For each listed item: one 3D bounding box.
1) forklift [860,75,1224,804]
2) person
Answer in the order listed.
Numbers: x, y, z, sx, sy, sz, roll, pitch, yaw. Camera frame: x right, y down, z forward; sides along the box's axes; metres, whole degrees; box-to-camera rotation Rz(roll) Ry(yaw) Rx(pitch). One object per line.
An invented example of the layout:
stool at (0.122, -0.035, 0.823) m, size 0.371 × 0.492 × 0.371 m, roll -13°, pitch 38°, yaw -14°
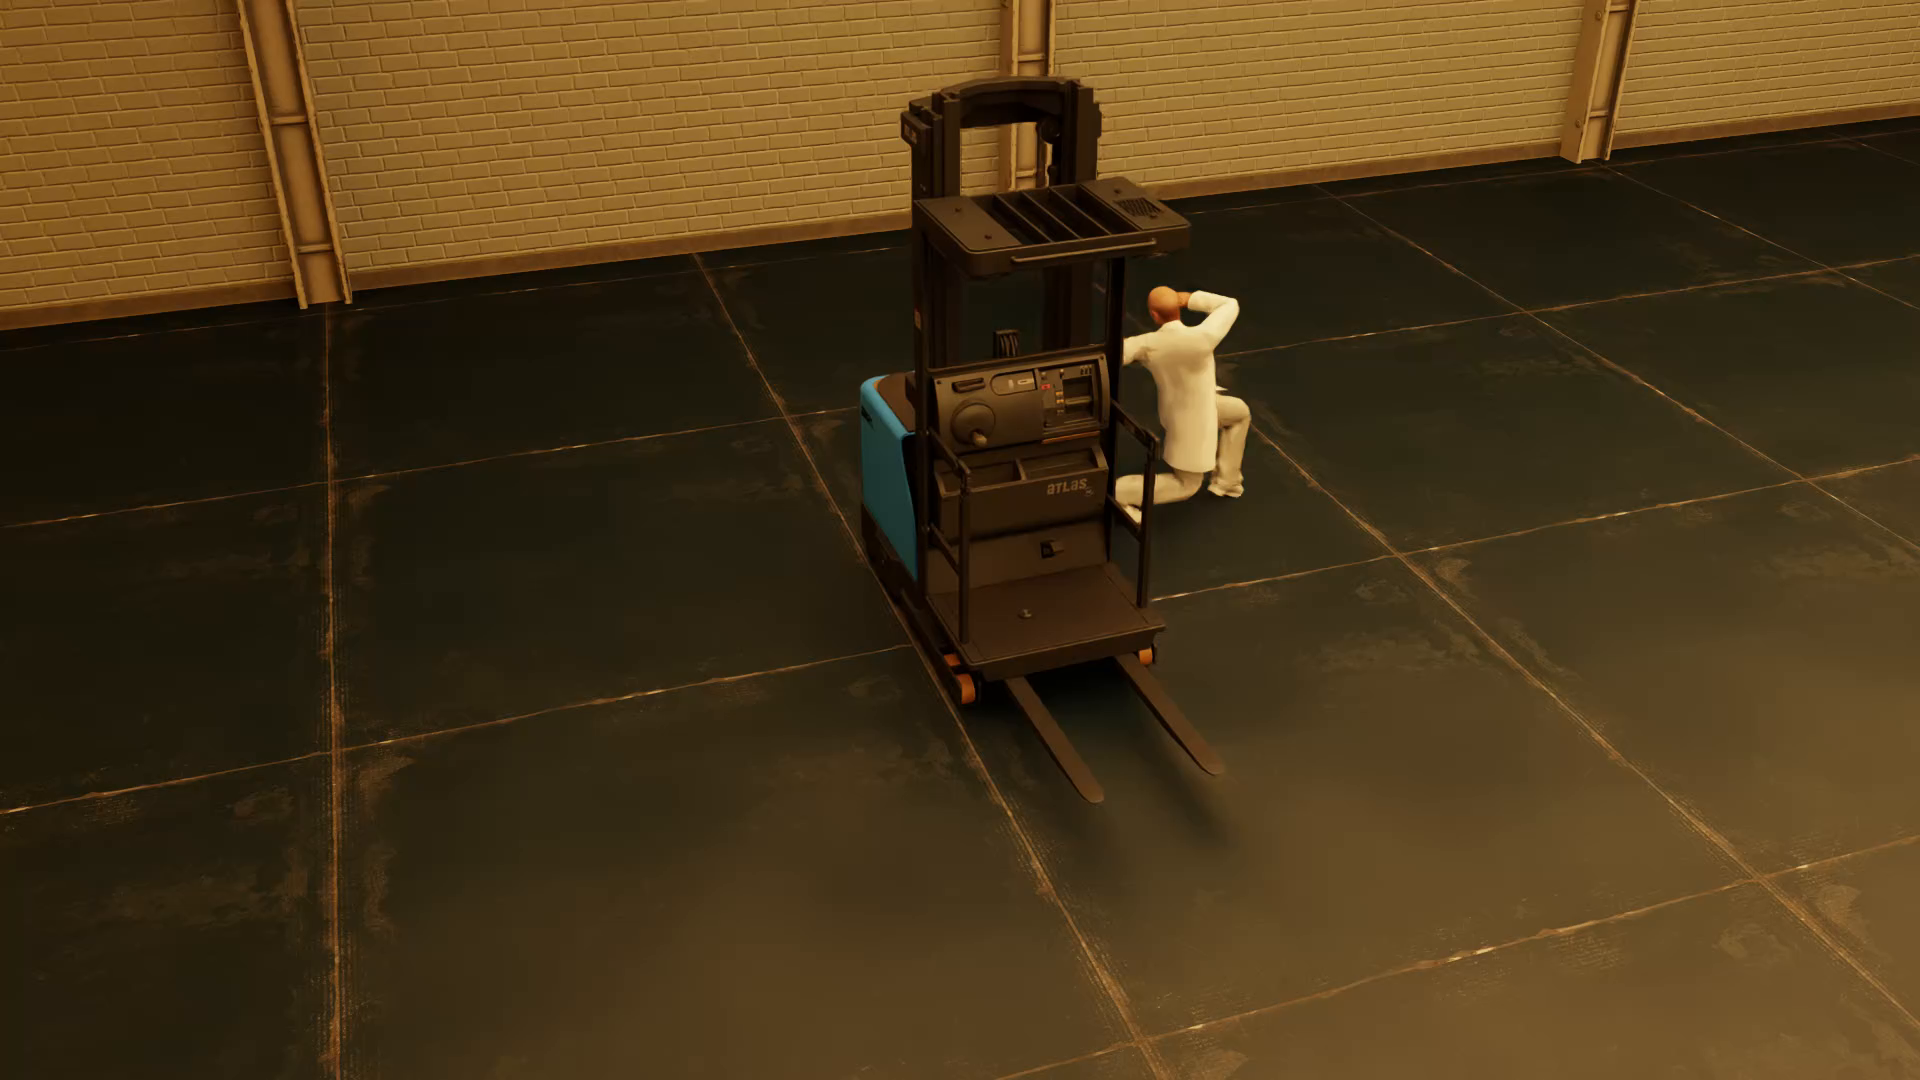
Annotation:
forklift at (0.393, -0.654, 8.223) m, size 1.130 × 2.935 × 3.031 m, roll -10°, pitch 31°, yaw -17°
person at (1.248, -0.899, 10.128) m, size 1.046 × 1.479 × 0.958 m, roll -15°, pitch 33°, yaw -25°
